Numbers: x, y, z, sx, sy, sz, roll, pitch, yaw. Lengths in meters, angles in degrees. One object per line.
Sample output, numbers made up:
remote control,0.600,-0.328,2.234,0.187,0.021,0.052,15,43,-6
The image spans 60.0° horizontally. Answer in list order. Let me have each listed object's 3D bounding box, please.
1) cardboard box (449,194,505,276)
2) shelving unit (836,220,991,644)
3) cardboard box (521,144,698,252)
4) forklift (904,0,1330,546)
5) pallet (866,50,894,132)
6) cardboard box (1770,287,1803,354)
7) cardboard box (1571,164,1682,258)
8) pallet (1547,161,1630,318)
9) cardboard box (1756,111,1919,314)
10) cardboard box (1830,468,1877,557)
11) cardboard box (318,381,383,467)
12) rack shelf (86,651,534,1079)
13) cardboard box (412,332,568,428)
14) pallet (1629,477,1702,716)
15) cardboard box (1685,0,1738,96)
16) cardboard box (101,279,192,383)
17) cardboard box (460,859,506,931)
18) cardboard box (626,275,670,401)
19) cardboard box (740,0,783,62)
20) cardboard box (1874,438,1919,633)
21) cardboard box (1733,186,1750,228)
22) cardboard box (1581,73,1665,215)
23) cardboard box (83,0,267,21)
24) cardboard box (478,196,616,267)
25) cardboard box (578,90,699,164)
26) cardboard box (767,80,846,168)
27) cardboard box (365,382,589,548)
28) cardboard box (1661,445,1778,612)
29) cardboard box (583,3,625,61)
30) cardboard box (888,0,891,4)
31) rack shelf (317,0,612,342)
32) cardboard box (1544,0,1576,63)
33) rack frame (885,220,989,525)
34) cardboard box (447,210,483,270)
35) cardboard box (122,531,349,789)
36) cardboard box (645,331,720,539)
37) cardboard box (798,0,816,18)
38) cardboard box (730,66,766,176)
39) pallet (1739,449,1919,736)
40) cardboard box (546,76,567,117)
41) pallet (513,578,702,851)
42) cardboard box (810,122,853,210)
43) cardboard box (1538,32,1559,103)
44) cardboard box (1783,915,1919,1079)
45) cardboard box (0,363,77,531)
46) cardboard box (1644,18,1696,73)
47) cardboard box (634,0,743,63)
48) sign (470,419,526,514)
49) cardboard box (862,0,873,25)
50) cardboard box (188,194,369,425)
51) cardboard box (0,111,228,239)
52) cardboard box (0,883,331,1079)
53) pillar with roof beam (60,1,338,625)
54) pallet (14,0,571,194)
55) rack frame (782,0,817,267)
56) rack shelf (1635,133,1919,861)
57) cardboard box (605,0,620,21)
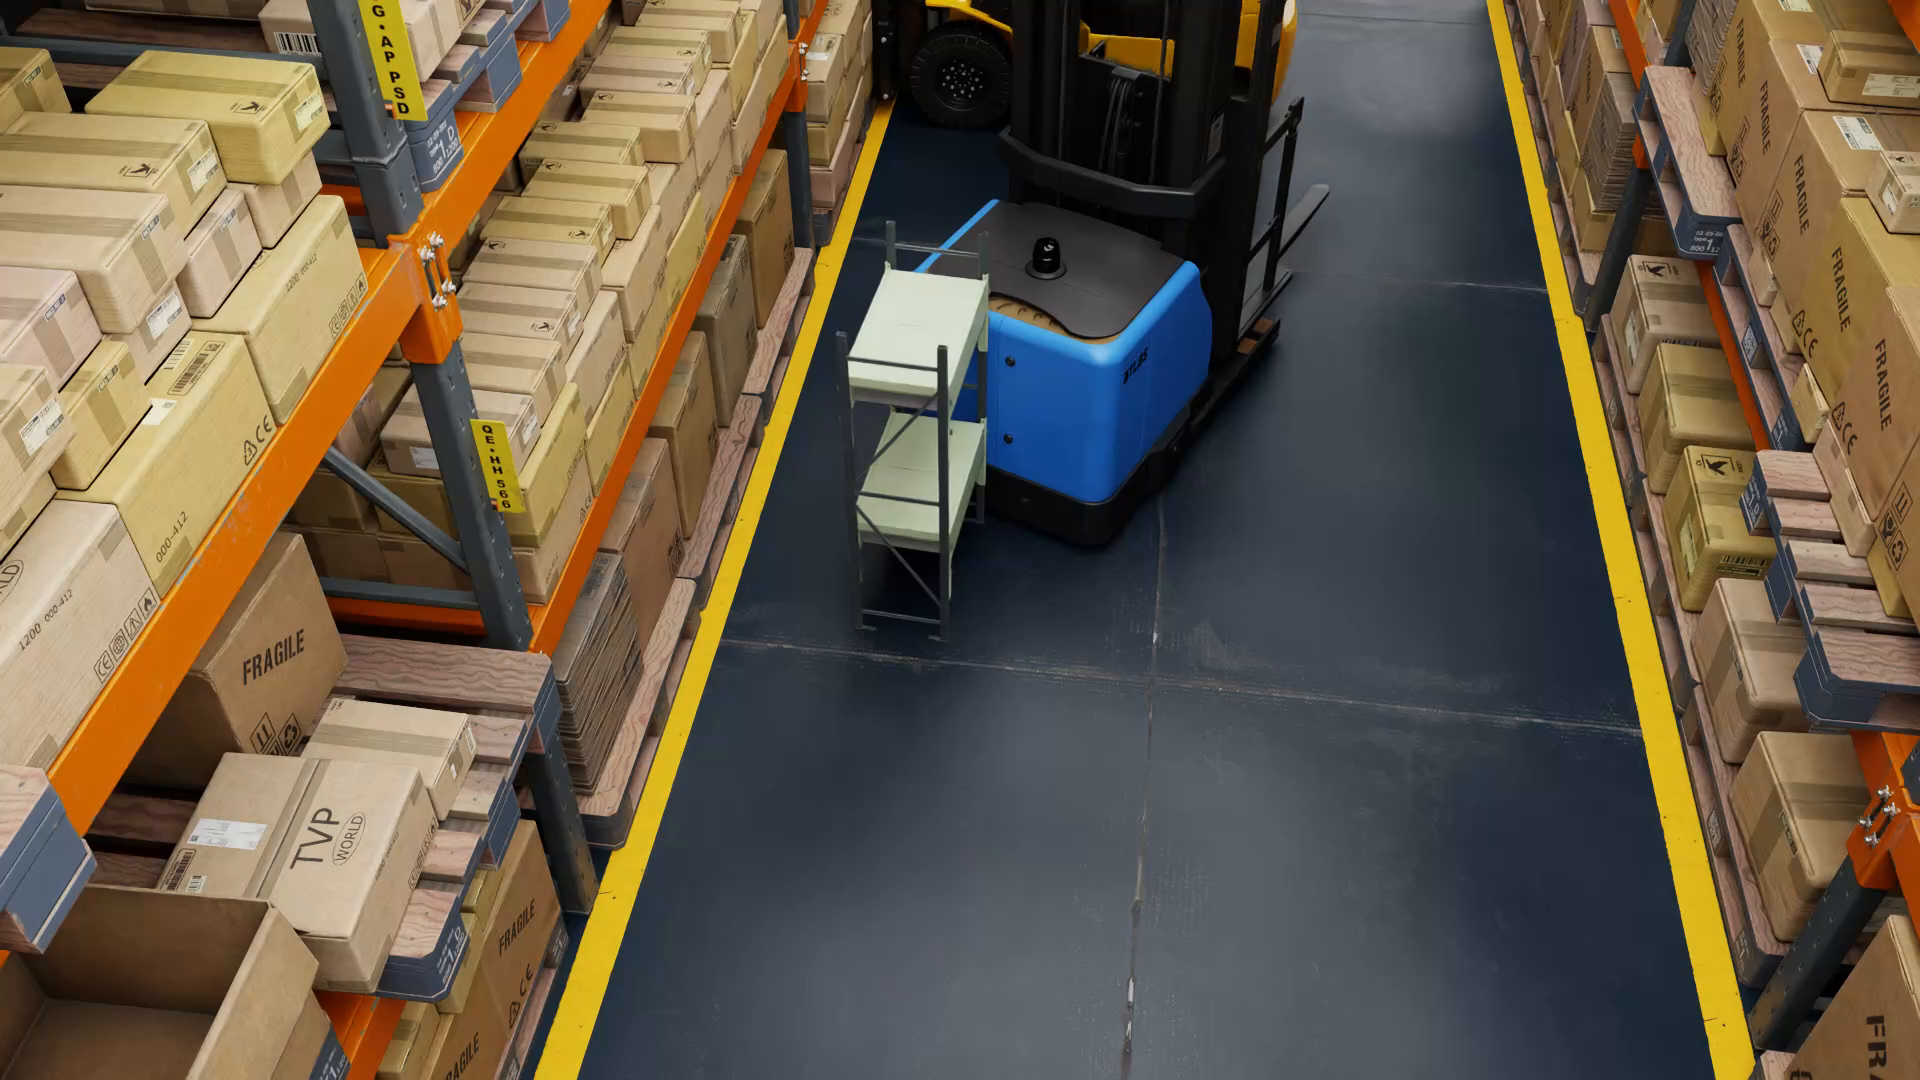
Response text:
cardboard box,-1.876,-0.996,5.888,0.500,0.250,0.500,5,44,5
shelving unit,-0.164,-0.402,6.605,0.431,1.500,0.755,8,44,9
cardboard box,-1.297,-1.302,6.211,0.500,0.250,0.500,6,44,6
forklift,0.929,-2.036,7.291,1.130,2.935,3.031,22,48,22
pallet,-0.961,-2.934,10.217,1.003,0.211,1.213,5,44,6
cardboard box,3.062,-0.769,5.780,0.380,0.149,0.250,4,44,4
cardboard box,3.466,-1.707,8.588,0.500,0.250,0.500,7,44,7
pallet,3.708,-1.574,8.781,1.003,0.211,1.213,5,44,6
cardboard box,3.107,-1.101,5.659,0.500,0.500,0.500,4,44,4
cardboard box,2.888,-0.071,5.042,0.380,0.149,0.250,5,44,5
cardboard box,-1.952,-0.360,4.926,0.380,0.149,0.250,7,44,7
rack shelf,-2.059,1.776,3.738,1.077,0.370,4.000,5,44,6
cardboard box,-1.427,-0.493,5.066,0.380,0.149,0.250,6,44,6
pallet,3.394,0.251,6.853,1.003,0.211,1.213,5,44,6
cardboard box,3.308,-2.129,6.745,0.500,0.500,0.500,6,44,7
cardboard box,-1.717,-0.413,3.164,0.380,0.149,0.250,6,44,6
cardboard box,-1.609,1.031,5.042,0.380,0.149,0.250,3,44,3
cardboard box,-1.361,-0.768,6.011,0.500,0.250,0.500,4,44,4
cardboard box,-1.078,-2.343,7.311,0.500,0.250,0.500,4,44,5
cardboard box,2.910,-0.031,4.529,0.500,0.500,0.500,4,44,4
cardboard box,3.189,-1.298,6.339,0.380,0.149,0.250,6,44,6
cardboard box,3.467,-1.980,8.330,0.500,0.500,0.500,5,44,5
cardboard box,-1.953,-1.589,4.318,0.500,0.250,0.500,5,44,6
cardboard box,-1.393,-1.023,5.627,0.380,0.149,0.250,6,44,6
cardboard box,-1.189,-1.532,6.164,0.380,0.149,0.250,4,44,4
cardboard box,-0.896,-2.211,8.757,0.500,0.250,0.500,5,44,5
cardboard box,-1.469,-0.253,5.103,0.500,0.250,0.500,5,44,5
cardboard box,3.406,-0.002,6.698,0.950,0.372,0.625,7,44,7
cardboard box,-1.664,-2.037,6.988,0.500,0.250,0.500,5,44,5
cardboard box,-0.686,-3.241,9.844,0.500,0.250,0.500,5,44,5
rack shelf,-1.530,-2.039,5.586,1.077,0.370,4.000,5,44,6
cardboard box,3.661,-3.039,9.449,0.500,0.500,0.500,6,44,6
rack frame,-0.088,-0.648,6.865,0.400,1.500,0.023,8,44,9
cardboard box,-1.859,-1.064,5.670,0.380,0.149,0.250,5,44,5
cardboard box,-2.018,0.300,4.396,0.500,0.500,0.500,7,44,7
cardboard box,-1.531,-0.467,7.006,0.875,0.625,0.625,4,44,4
cardboard box,-0.949,-2.889,8.069,0.500,0.500,0.500,4,44,4
cardboard box,-1.134,-1.809,7.111,0.500,0.250,0.500,5,44,5
pallet,3.114,0.175,5.046,1.213,0.211,1.003,5,44,6
cardboard box,-1.746,-1.762,6.407,0.380,0.149,0.250,5,44,5
pallet,-1.647,0.607,6.478,1.003,0.211,1.213,5,44,6
cardboard box,-0.874,-2.028,8.927,0.500,0.250,0.500,6,44,6
cardboard box,3.668,-2.761,9.701,0.500,0.250,0.500,8,44,8
cardboard box,2.952,1.683,4.553,0.875,0.875,0.875,5,44,5
cardboard box,-1.688,-0.162,2.683,0.380,0.149,0.250,4,44,5
cardboard box,3.395,-2.281,7.682,0.380,0.149,0.250,5,44,5
cardboard box,-1.095,-2.062,6.724,0.380,0.149,0.250,4,44,4
sign,-1.256,-0.197,4.514,0.100,0.325,0.005,5,44,6
cardboard box,-0.759,-3.080,9.311,0.500,0.250,0.500,7,44,7
cardboard box,-1.622,-0.511,3.558,0.500,0.250,0.500,4,44,4
cardboard box,-1.687,-0.705,3.256,0.380,0.149,0.250,4,44,4
cardboard box,-1.827,1.091,3.558,0.797,0.503,0.637,4,44,5
pillar with roof beam,1.751,-2.606,3.479,9.100,9.000,0.400,5,44,6
pallet,-1.794,-1.339,4.461,1.213,0.211,1.003,7,44,7
rack frame,-1.266,-2.574,7.809,1.000,3.000,0.127,5,44,6
rack shelf,3.390,-0.501,6.143,1.077,0.370,4.000,5,44,6
cardboard box,-1.646,-2.278,6.952,0.380,0.149,0.250,5,44,5
